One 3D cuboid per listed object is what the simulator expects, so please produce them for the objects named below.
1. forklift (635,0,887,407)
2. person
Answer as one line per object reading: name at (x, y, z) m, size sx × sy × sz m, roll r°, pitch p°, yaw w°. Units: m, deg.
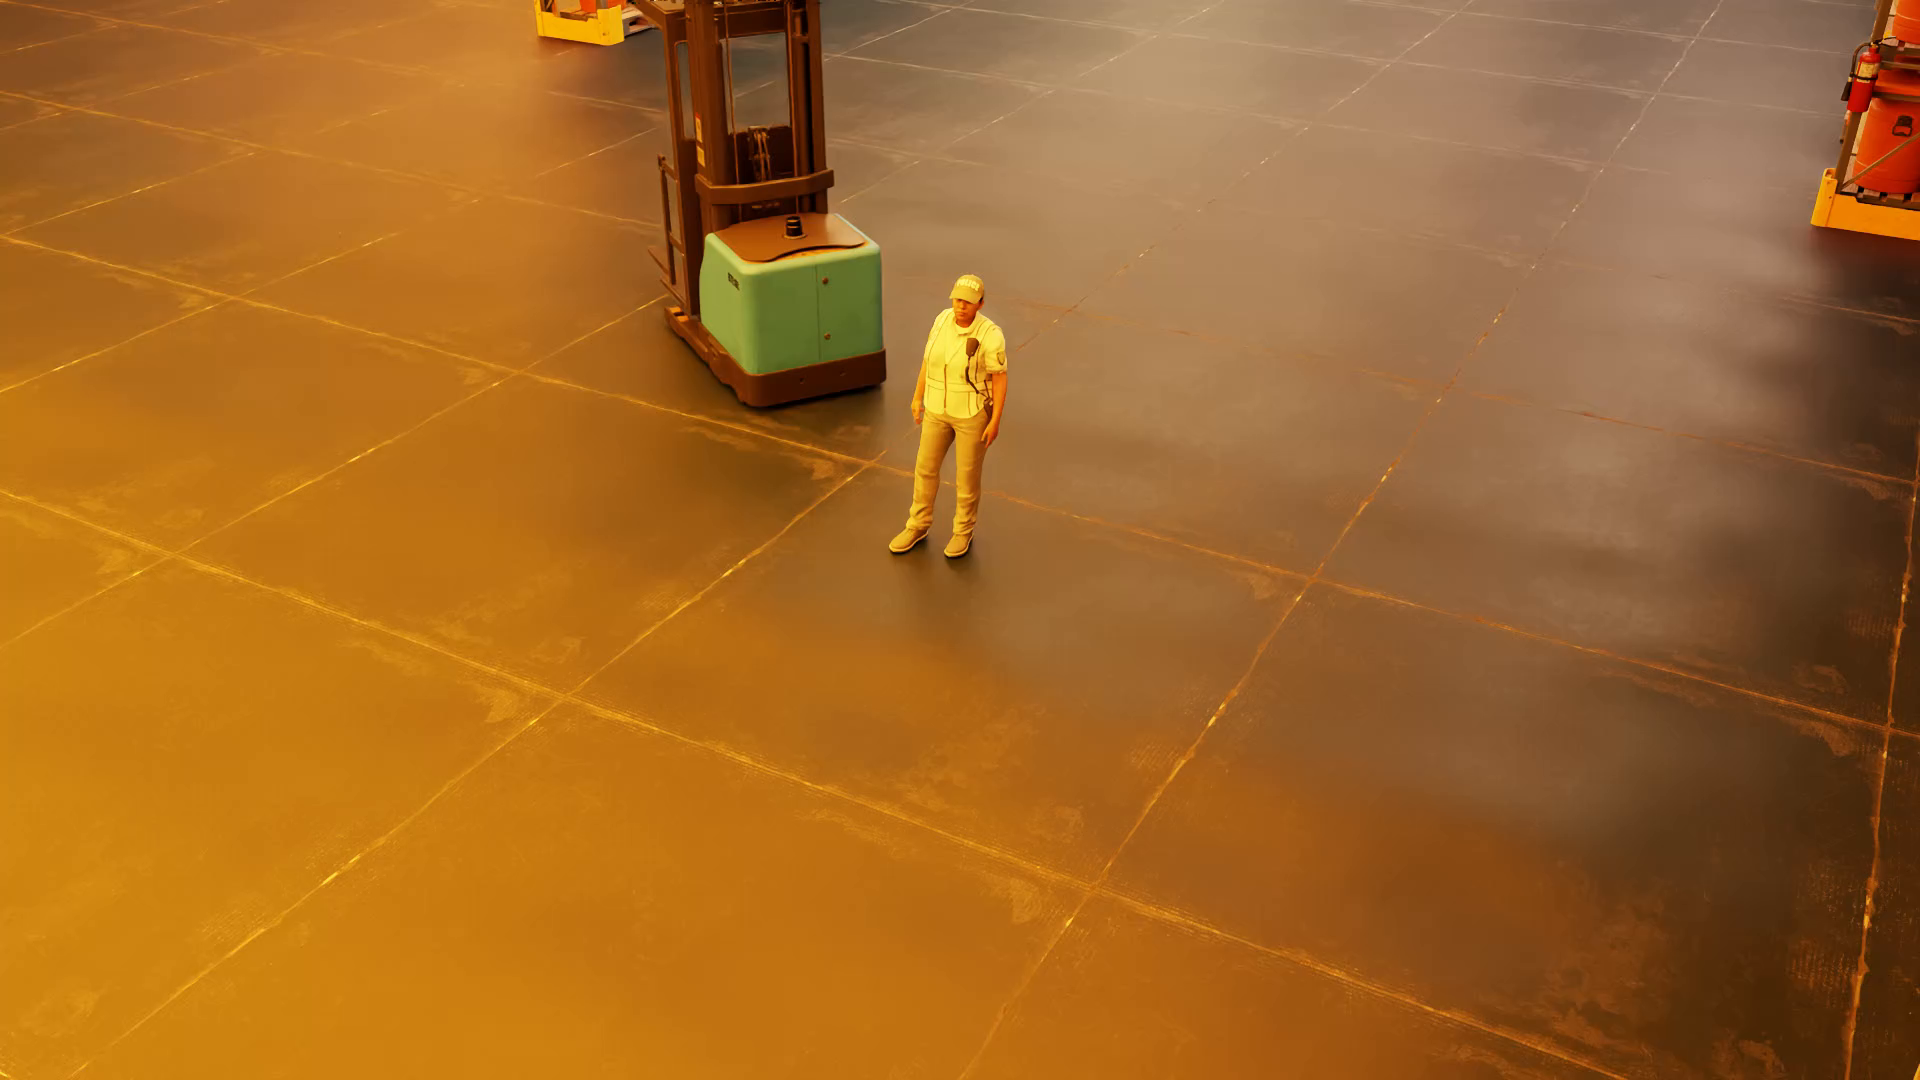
forklift at (-1.624, -2.899, 12.094) m, size 1.130 × 2.935 × 3.031 m, roll -14°, pitch 33°, yaw -22°
person at (-0.057, -0.700, 9.534) m, size 0.599 × 1.670 × 0.529 m, roll 15°, pitch 33°, yaw 25°
